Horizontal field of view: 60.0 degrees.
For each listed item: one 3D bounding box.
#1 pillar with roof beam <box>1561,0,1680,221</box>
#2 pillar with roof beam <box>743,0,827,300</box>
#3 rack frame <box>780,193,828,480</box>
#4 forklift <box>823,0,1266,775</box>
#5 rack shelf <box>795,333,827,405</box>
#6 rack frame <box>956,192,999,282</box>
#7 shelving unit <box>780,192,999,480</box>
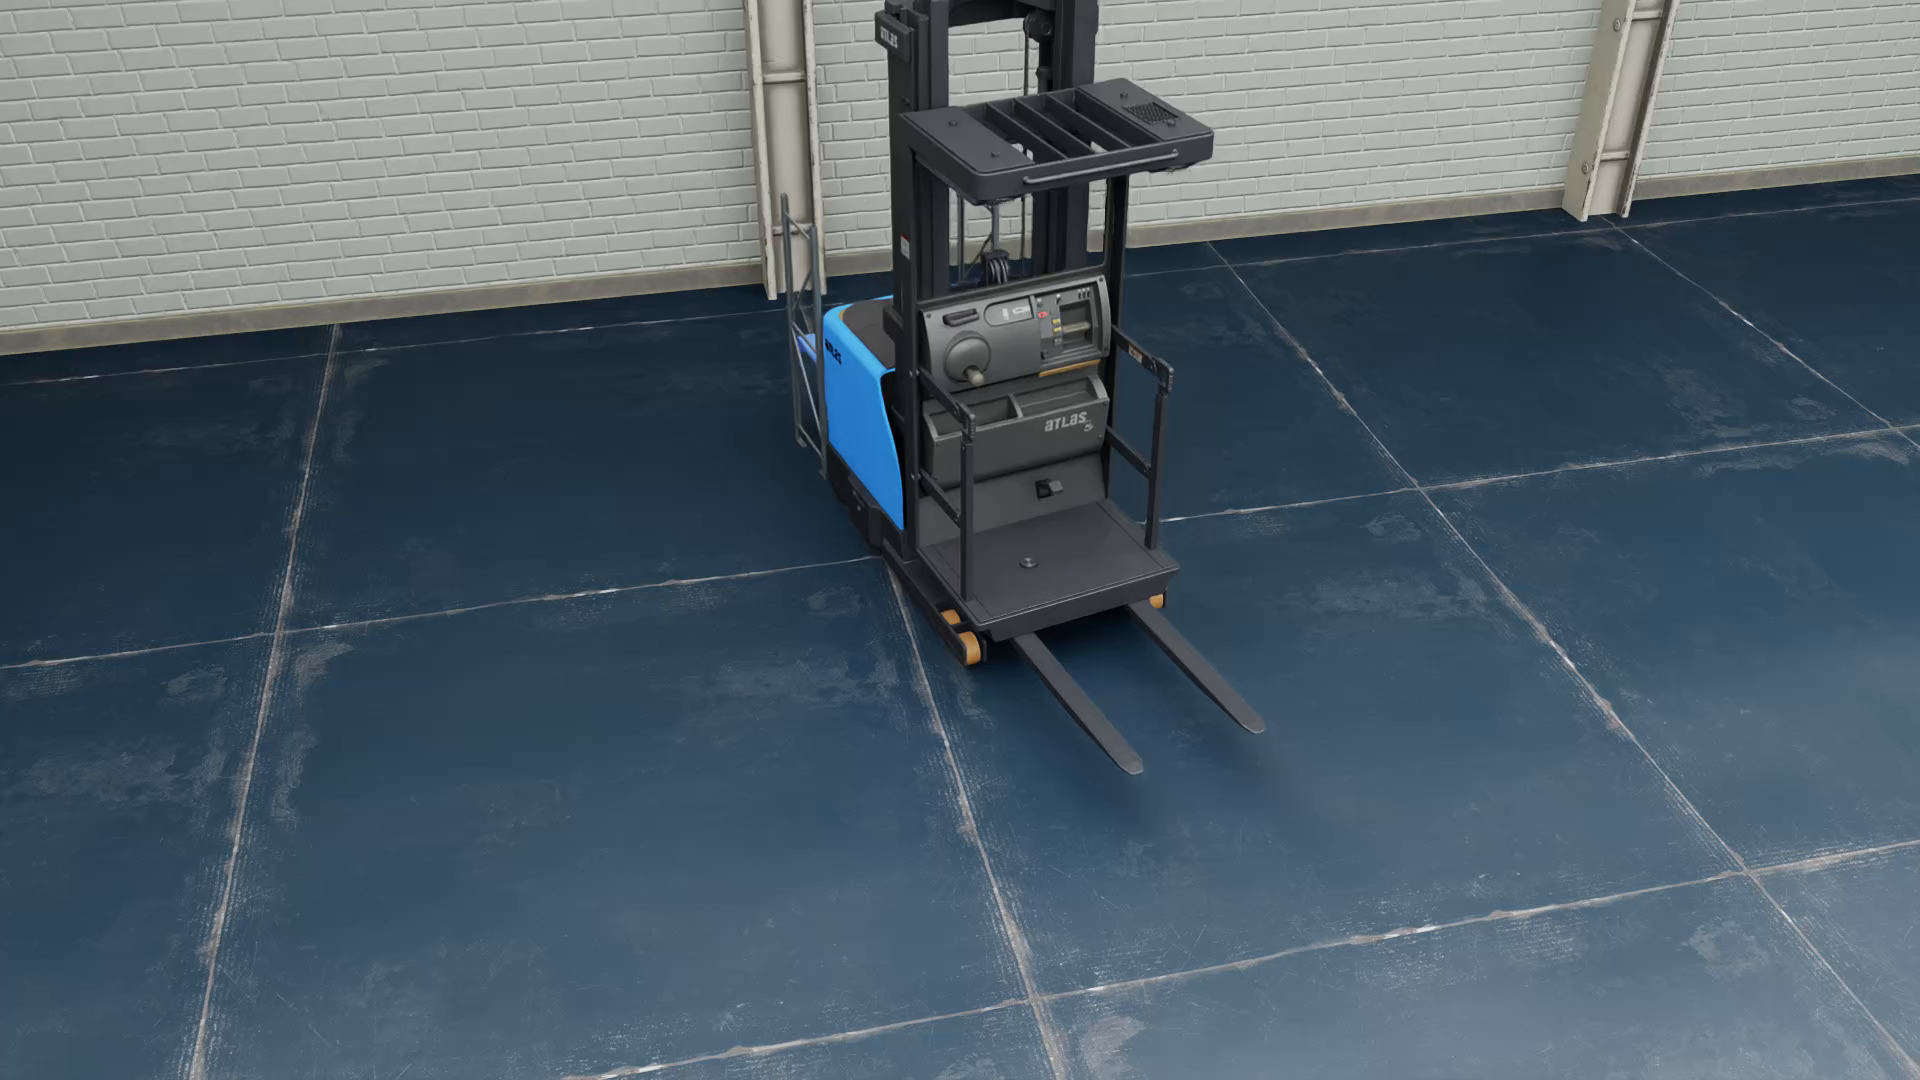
[{"bbox_3d":[5.678,-3.851,6.413,0.400,9.000,9.100,-7,35,-11],"label":"pillar with roof beam"},{"bbox_3d":[-0.174,-3.114,5.314,0.400,9.000,9.100,-7,35,-11],"label":"pillar with roof beam"},{"bbox_3d":[-0.836,-1.084,9.020,0.032,1.500,0.500,-14,36,-20],"label":"rack frame"},{"bbox_3d":[0.363,-0.899,7.460,1.130,2.935,3.031,-15,37,-21],"label":"forklift"},{"bbox_3d":[-0.372,-1.050,9.292,1.000,0.185,0.538,-14,36,-20],"label":"rack shelf"},{"bbox_3d":[0.093,-1.315,9.364,0.032,1.500,0.500,-14,36,-20],"label":"rack frame"},{"bbox_3d":[-0.372,-1.200,9.192,1.048,1.500,0.538,-14,36,-20],"label":"shelving unit"}]
